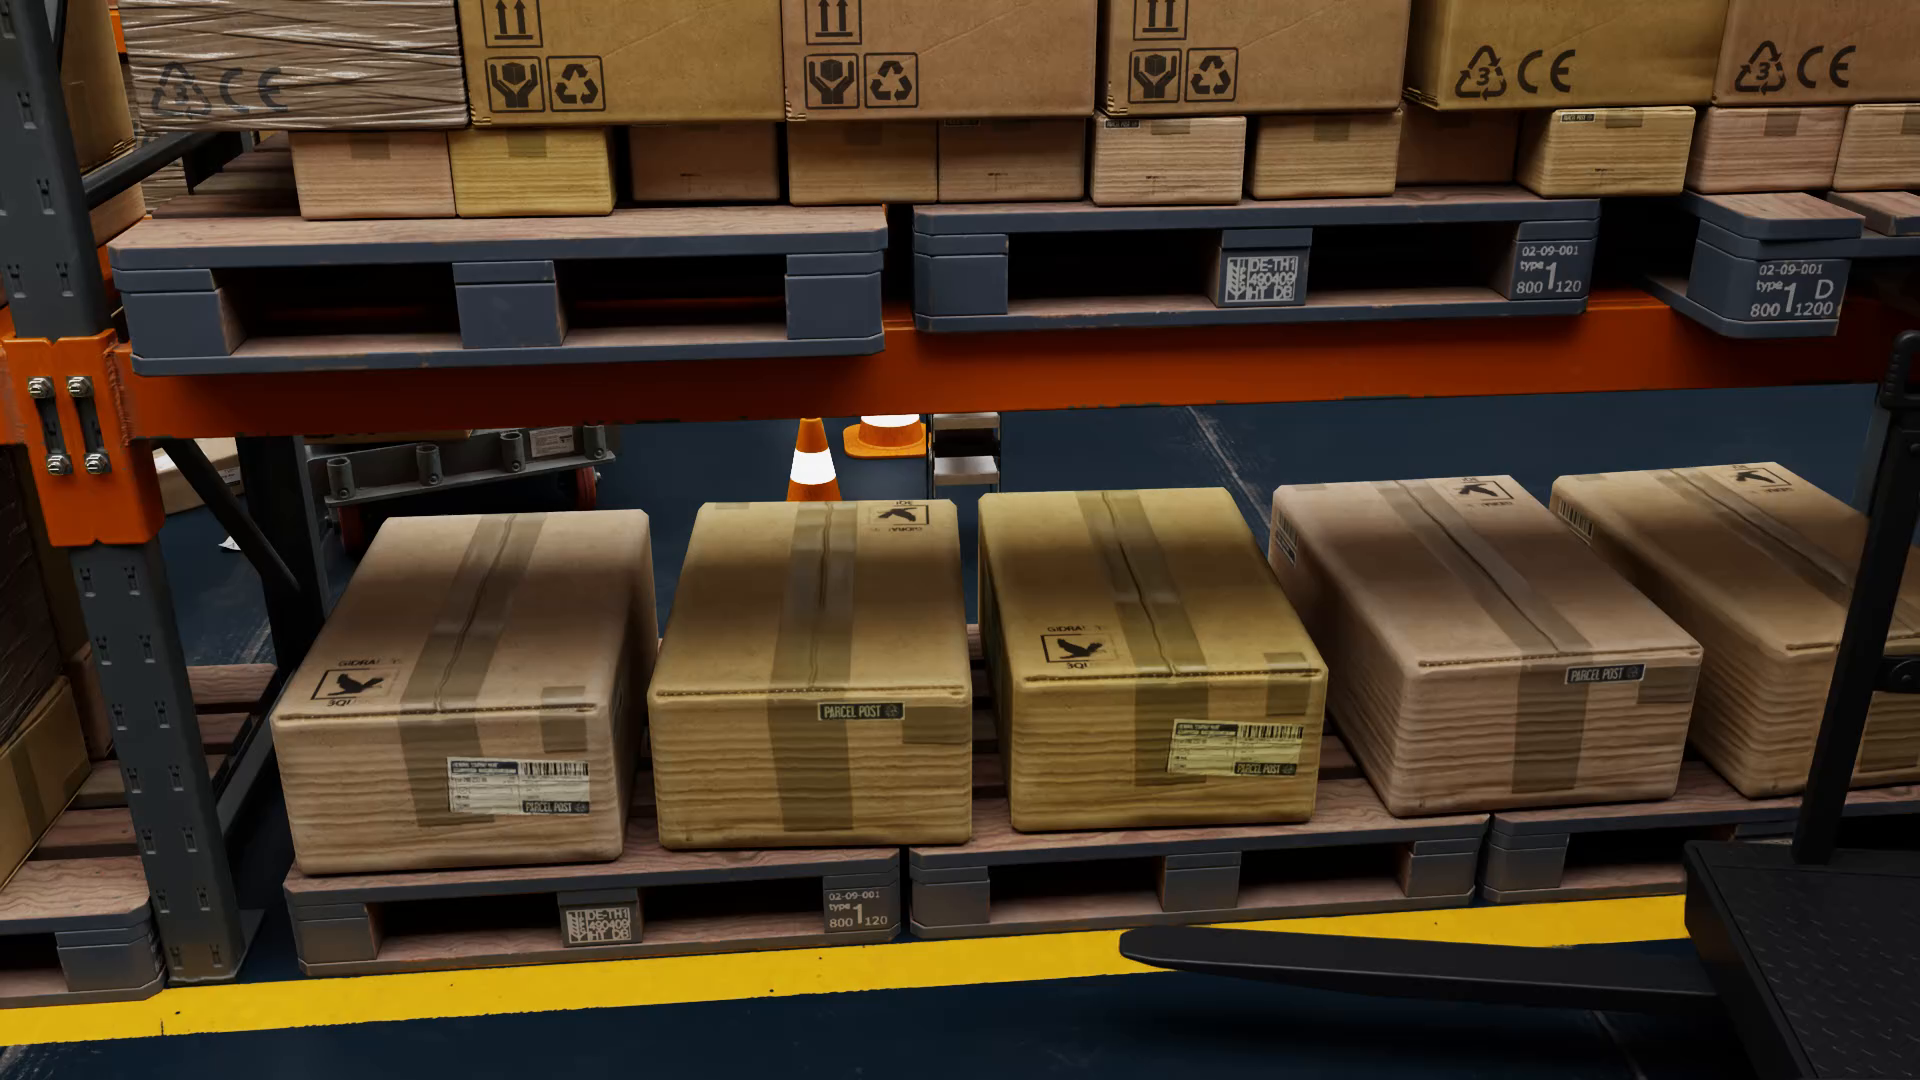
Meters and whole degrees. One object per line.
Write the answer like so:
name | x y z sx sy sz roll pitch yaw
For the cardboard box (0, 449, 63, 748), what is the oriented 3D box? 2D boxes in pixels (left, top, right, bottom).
cardboard box | -2.104 0.159 3.145 0.500 0.500 0.500 -3 24 -6

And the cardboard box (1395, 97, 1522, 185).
cardboard box | 0.844 -0.773 3.089 0.250 0.149 0.380 -2 24 -5

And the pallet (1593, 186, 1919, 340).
pallet | 1.740 -0.696 3.359 1.003 0.211 1.213 -2 24 -5

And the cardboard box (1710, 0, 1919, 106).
cardboard box | 1.500 -1.073 2.965 0.500 0.500 0.500 -3 24 -6

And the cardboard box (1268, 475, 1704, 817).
cardboard box | 1.142 0.205 3.814 0.625 0.372 0.950 -3 24 -6

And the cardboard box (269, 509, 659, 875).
cardboard box | -1.020 0.291 3.619 0.625 0.372 0.950 -2 24 -4

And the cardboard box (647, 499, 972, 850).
cardboard box | -0.305 0.261 3.687 0.625 0.372 0.950 -1 24 -2

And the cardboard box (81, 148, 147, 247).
cardboard box | -1.887 -0.698 3.436 0.250 0.149 0.380 -2 24 -5

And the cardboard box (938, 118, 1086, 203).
cardboard box | 0.070 -0.718 2.965 0.250 0.149 0.380 -2 24 -5

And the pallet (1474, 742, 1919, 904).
pallet | 1.661 0.450 3.978 1.213 0.211 1.003 -2 24 -5

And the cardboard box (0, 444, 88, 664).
cardboard box | -2.155 -0.059 3.635 0.500 0.500 0.500 -1 24 -3

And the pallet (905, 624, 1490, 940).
pallet | 0.450 0.497 3.872 1.213 0.211 1.003 -2 24 -5

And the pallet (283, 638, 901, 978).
pallet | -0.767 0.547 3.759 1.213 0.211 1.003 -2 24 -5

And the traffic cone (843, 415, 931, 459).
traffic cone | -0.255 -0.567 5.957 0.334 0.463 0.336 -2 24 -5

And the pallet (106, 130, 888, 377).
pallet | -0.767 -0.580 3.097 1.213 0.211 1.003 -2 24 -5

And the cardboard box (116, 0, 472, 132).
cardboard box | -1.047 -0.972 2.737 0.500 0.500 0.500 -2 24 -4

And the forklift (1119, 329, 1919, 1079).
forklift | 1.770 -0.214 2.124 3.031 2.935 1.130 2 24 5

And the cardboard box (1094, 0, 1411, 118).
cardboard box | 0.455 -1.031 2.870 0.500 0.500 0.500 -3 24 -7

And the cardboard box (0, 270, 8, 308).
cardboard box | -1.832 -0.445 2.867 0.250 0.149 0.380 -3 24 -6

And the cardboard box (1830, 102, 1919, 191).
cardboard box | 1.630 -0.756 3.050 0.250 0.149 0.380 -2 24 -6

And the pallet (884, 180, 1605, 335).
pallet | 0.473 -0.672 3.305 1.213 0.211 1.003 -2 24 -5

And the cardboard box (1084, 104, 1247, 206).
cardboard box | 0.339 -0.708 2.941 0.250 0.149 0.380 -1 24 -3

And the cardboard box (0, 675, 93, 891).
cardboard box | -2.104 0.501 3.297 0.500 0.250 0.500 -1 24 -3

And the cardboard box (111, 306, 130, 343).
cardboard box | -3.093 -0.591 5.793 0.503 0.637 0.797 -2 24 -5

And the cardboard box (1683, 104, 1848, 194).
cardboard box | 1.379 -0.749 3.035 0.250 0.149 0.380 -3 24 -8

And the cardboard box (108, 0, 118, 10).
cardboard box | -3.589 -2.736 7.528 0.550 0.550 0.875 -2 24 -5

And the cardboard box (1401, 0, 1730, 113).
cardboard box | 0.998 -1.052 2.918 0.500 0.500 0.500 -4 24 -9

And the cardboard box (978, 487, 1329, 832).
cardboard box | 0.387 0.233 3.751 0.625 0.372 0.950 -2 24 -3

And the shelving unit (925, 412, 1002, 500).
shelving unit | 0.008 -0.412 5.068 0.210 0.900 0.258 -2 24 -5

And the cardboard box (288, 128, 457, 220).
cardboard box | -0.961 -0.667 2.850 0.250 0.149 0.380 -2 24 -4

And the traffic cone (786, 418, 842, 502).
traffic cone | -0.445 -0.152 5.021 0.334 0.463 0.336 -2 24 -5

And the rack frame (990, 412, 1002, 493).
rack frame | 0.109 -0.416 5.077 0.006 0.900 0.240 -2 24 -5

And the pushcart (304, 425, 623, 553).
pushcart | -1.816 -0.417 5.723 0.936 0.377 1.648 -11 26 -23

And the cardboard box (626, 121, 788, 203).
cardboard box | -0.437 -0.716 2.959 0.250 0.149 0.380 -1 24 -2

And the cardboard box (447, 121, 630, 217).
cardboard box | -0.711 -0.673 2.864 0.250 0.149 0.380 -2 24 -4

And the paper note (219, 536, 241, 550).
paper note | -2.237 -0.007 5.228 0.142 0.019 0.148 -2 24 -5

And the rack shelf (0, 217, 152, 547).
rack shelf | -3.532 -0.287 3.088 4.000 0.370 1.077 -2 24 -5

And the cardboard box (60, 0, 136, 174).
cardboard box | -2.007 -0.972 3.255 0.500 0.500 0.500 -2 24 -5

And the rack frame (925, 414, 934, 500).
rack frame | -0.093 -0.407 5.059 0.006 0.900 0.240 -2 24 -5

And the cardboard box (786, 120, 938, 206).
cardboard box | -0.177 -0.709 2.944 0.250 0.149 0.380 -2 24 -4

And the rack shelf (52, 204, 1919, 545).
rack shelf | 0.449 -0.447 3.447 4.000 0.370 1.077 -2 24 -5

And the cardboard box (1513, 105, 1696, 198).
cardboard box | 1.106 -0.732 2.997 0.250 0.149 0.380 -2 24 -4

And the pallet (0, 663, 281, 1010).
pallet | -2.207 0.620 3.595 1.213 0.211 1.003 -2 24 -5

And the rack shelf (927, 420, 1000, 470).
rack shelf | 0.008 -0.299 5.118 0.200 0.077 0.258 -2 24 -5

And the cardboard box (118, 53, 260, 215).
cardboard box | -3.658 -1.879 7.883 0.875 0.875 0.875 -2 24 -5

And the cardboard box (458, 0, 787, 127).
cardboard box | -0.549 -0.992 2.782 0.500 0.500 0.500 -2 24 -5

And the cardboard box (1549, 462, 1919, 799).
cardboard box | 1.876 0.172 3.888 0.625 0.372 0.950 -4 24 -9

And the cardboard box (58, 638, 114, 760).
cardboard box | -2.155 0.284 3.787 0.500 0.250 0.500 -3 24 -8

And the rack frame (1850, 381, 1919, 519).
rack frame | 2.439 -0.855 3.481 0.127 3.000 1.000 -2 24 -5

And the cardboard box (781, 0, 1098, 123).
cardboard box | -0.055 -1.006 2.814 0.500 0.500 0.500 -2 24 -5

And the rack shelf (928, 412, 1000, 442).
rack shelf | 0.008 -0.381 5.081 0.200 0.077 0.258 -2 24 -5

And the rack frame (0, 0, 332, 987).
rack frame | -1.542 -0.695 3.122 0.127 3.000 1.000 -2 24 -5

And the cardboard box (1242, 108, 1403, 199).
cardboard box | 0.602 -0.730 2.992 0.250 0.149 0.380 -3 24 -7

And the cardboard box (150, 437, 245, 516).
cardboard box | -2.563 -0.281 5.555 0.258 0.266 0.396 22 32 40

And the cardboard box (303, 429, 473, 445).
cardboard box | -1.747 -0.618 5.091 0.500 0.500 0.500 -2 24 -5

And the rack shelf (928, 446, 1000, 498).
rack shelf | 0.008 -0.217 5.155 0.200 0.077 0.258 -2 24 -5

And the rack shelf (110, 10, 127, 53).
rack shelf | -4.119 -2.284 7.580 4.000 0.370 1.077 -2 24 -5

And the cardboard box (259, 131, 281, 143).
cardboard box | -2.762 -1.916 7.967 0.875 0.875 0.875 -2 24 -4

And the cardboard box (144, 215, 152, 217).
cardboard box | -3.573 -1.074 7.048 0.500 0.500 0.500 2 24 4
